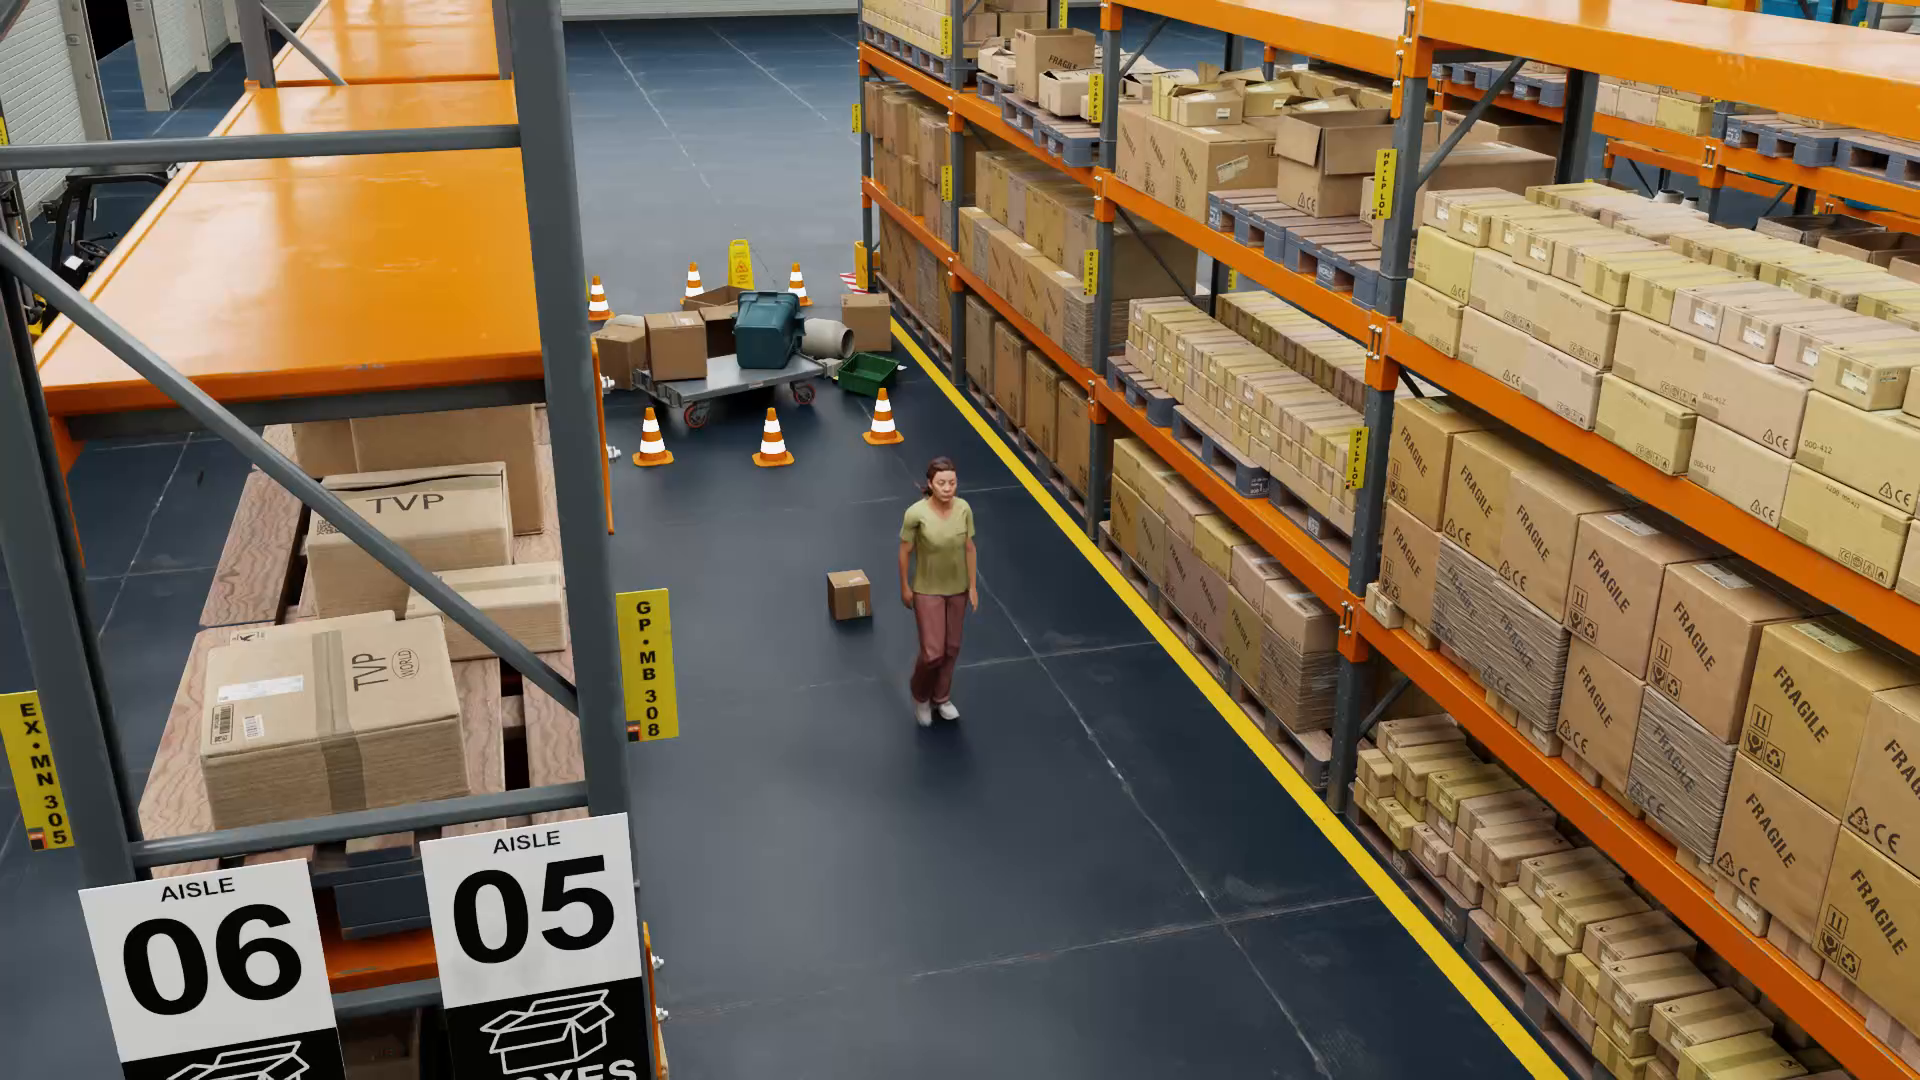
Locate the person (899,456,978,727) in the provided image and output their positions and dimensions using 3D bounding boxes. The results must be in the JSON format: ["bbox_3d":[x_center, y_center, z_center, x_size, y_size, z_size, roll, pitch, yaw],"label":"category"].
[{"bbox_3d":[-0.099,0.323,9.801,0.455,1.687,0.435,-11,25,-24],"label":"person"}]
